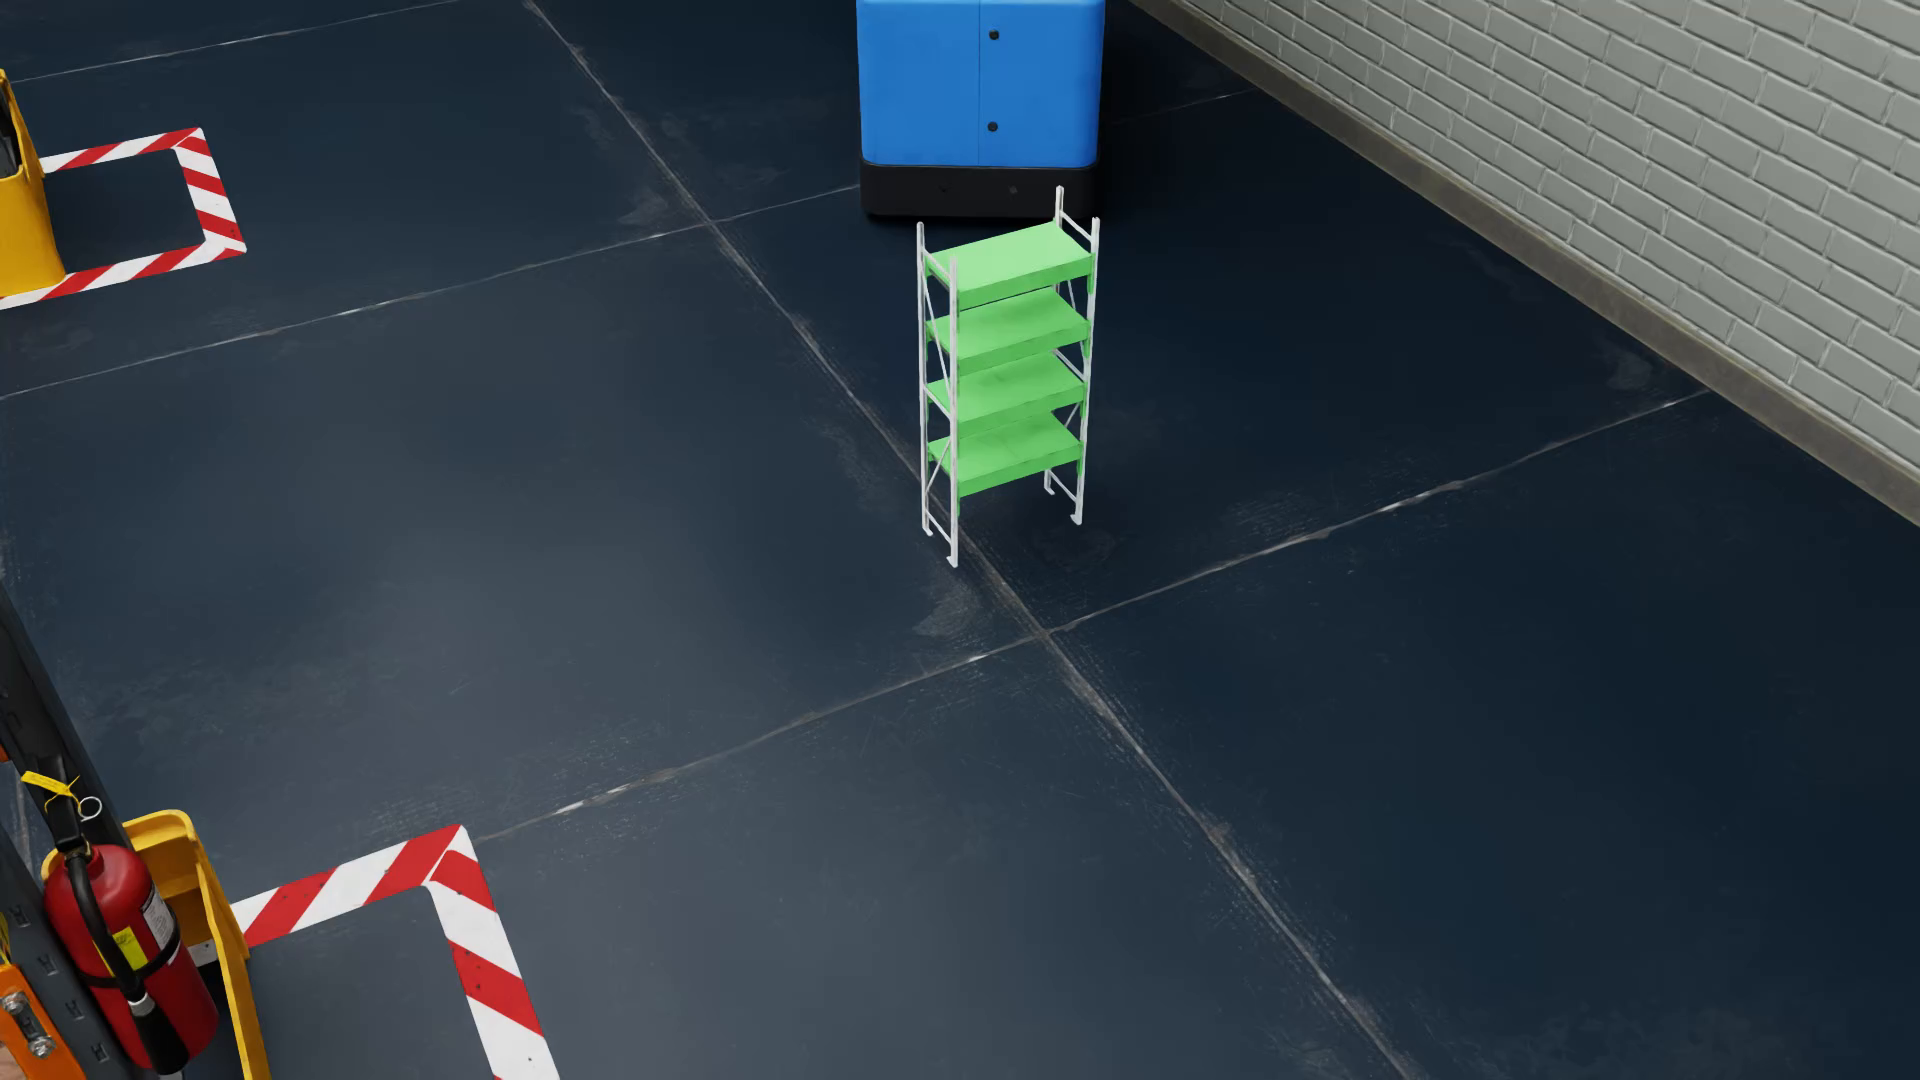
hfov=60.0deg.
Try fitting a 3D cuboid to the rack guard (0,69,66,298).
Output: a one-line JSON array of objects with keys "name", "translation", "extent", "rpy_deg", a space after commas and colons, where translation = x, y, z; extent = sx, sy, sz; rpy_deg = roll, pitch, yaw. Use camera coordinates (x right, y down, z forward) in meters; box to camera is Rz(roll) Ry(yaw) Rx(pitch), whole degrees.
[{"name": "rack guard", "translation": [-4.201, -1.563, 7.210], "extent": [0.348, 0.500, 1.175], "rpy_deg": [-19, 44, -21]}]

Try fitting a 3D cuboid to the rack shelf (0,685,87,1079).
[{"name": "rack shelf", "translation": [-3.623, 1.171, 2.602], "extent": [4.000, 0.370, 1.077], "rpy_deg": [-19, 44, -21]}]

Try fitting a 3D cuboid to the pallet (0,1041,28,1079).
[{"name": "pallet", "translation": [-2.598, 1.588, 3.711], "extent": [1.213, 0.211, 1.003], "rpy_deg": [-19, 44, -21]}]

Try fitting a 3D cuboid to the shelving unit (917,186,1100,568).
[{"name": "shelving unit", "translation": [0.147, -0.507, 5.421], "extent": [0.503, 1.200, 0.258], "rpy_deg": [-19, 44, -21]}]

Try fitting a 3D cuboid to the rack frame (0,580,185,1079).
[{"name": "rack frame", "translation": [-1.849, 0.299, 3.075], "extent": [0.127, 3.000, 1.000], "rpy_deg": [-19, 44, -21]}]

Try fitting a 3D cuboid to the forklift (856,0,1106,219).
[{"name": "forklift", "translation": [0.138, -3.463, 7.572], "extent": [1.130, 2.935, 3.031], "rpy_deg": [1, 40, 2]}]

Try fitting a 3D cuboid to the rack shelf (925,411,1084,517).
[{"name": "rack shelf", "translation": [0.147, -0.275, 5.617], "extent": [0.480, 0.148, 0.258], "rpy_deg": [-19, 44, -21]}]

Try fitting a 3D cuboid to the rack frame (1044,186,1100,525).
[{"name": "rack frame", "translation": [0.363, -0.580, 5.507], "extent": [0.015, 1.200, 0.240], "rpy_deg": [-19, 44, -21]}]

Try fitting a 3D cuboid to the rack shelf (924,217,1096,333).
[{"name": "rack shelf", "translation": [0.147, -0.825, 5.152], "extent": [0.480, 0.148, 0.258], "rpy_deg": [-19, 44, -21]}]

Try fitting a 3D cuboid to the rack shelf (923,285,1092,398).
[{"name": "rack shelf", "translation": [0.147, -0.642, 5.307], "extent": [0.480, 0.148, 0.258], "rpy_deg": [-19, 44, -21]}]

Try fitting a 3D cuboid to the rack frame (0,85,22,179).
[{"name": "rack frame", "translation": [-4.134, -2.540, 6.429], "extent": [0.127, 3.000, 1.000], "rpy_deg": [-19, 44, -21]}]

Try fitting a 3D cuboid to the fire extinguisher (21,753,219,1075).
[{"name": "fire extinguisher", "translation": [-1.505, 0.687, 2.966], "extent": [0.183, 0.674, 0.296], "rpy_deg": [-19, 44, -21]}]

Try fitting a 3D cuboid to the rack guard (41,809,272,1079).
[{"name": "rack guard", "translation": [-1.834, 1.239, 3.899], "extent": [0.348, 0.500, 1.175], "rpy_deg": [-19, 44, -21]}]

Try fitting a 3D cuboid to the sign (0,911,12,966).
[{"name": "sign", "translation": [-1.580, 0.547, 2.655], "extent": [0.005, 0.325, 0.100], "rpy_deg": [-19, 44, -21]}]

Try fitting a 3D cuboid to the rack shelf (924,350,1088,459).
[{"name": "rack shelf", "translation": [0.147, -0.459, 5.462], "extent": [0.480, 0.148, 0.258], "rpy_deg": [-19, 44, -21]}]

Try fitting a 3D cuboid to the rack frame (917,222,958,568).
[{"name": "rack frame", "translation": [-0.070, -0.435, 5.335], "extent": [0.015, 1.200, 0.240], "rpy_deg": [-19, 44, -21]}]
